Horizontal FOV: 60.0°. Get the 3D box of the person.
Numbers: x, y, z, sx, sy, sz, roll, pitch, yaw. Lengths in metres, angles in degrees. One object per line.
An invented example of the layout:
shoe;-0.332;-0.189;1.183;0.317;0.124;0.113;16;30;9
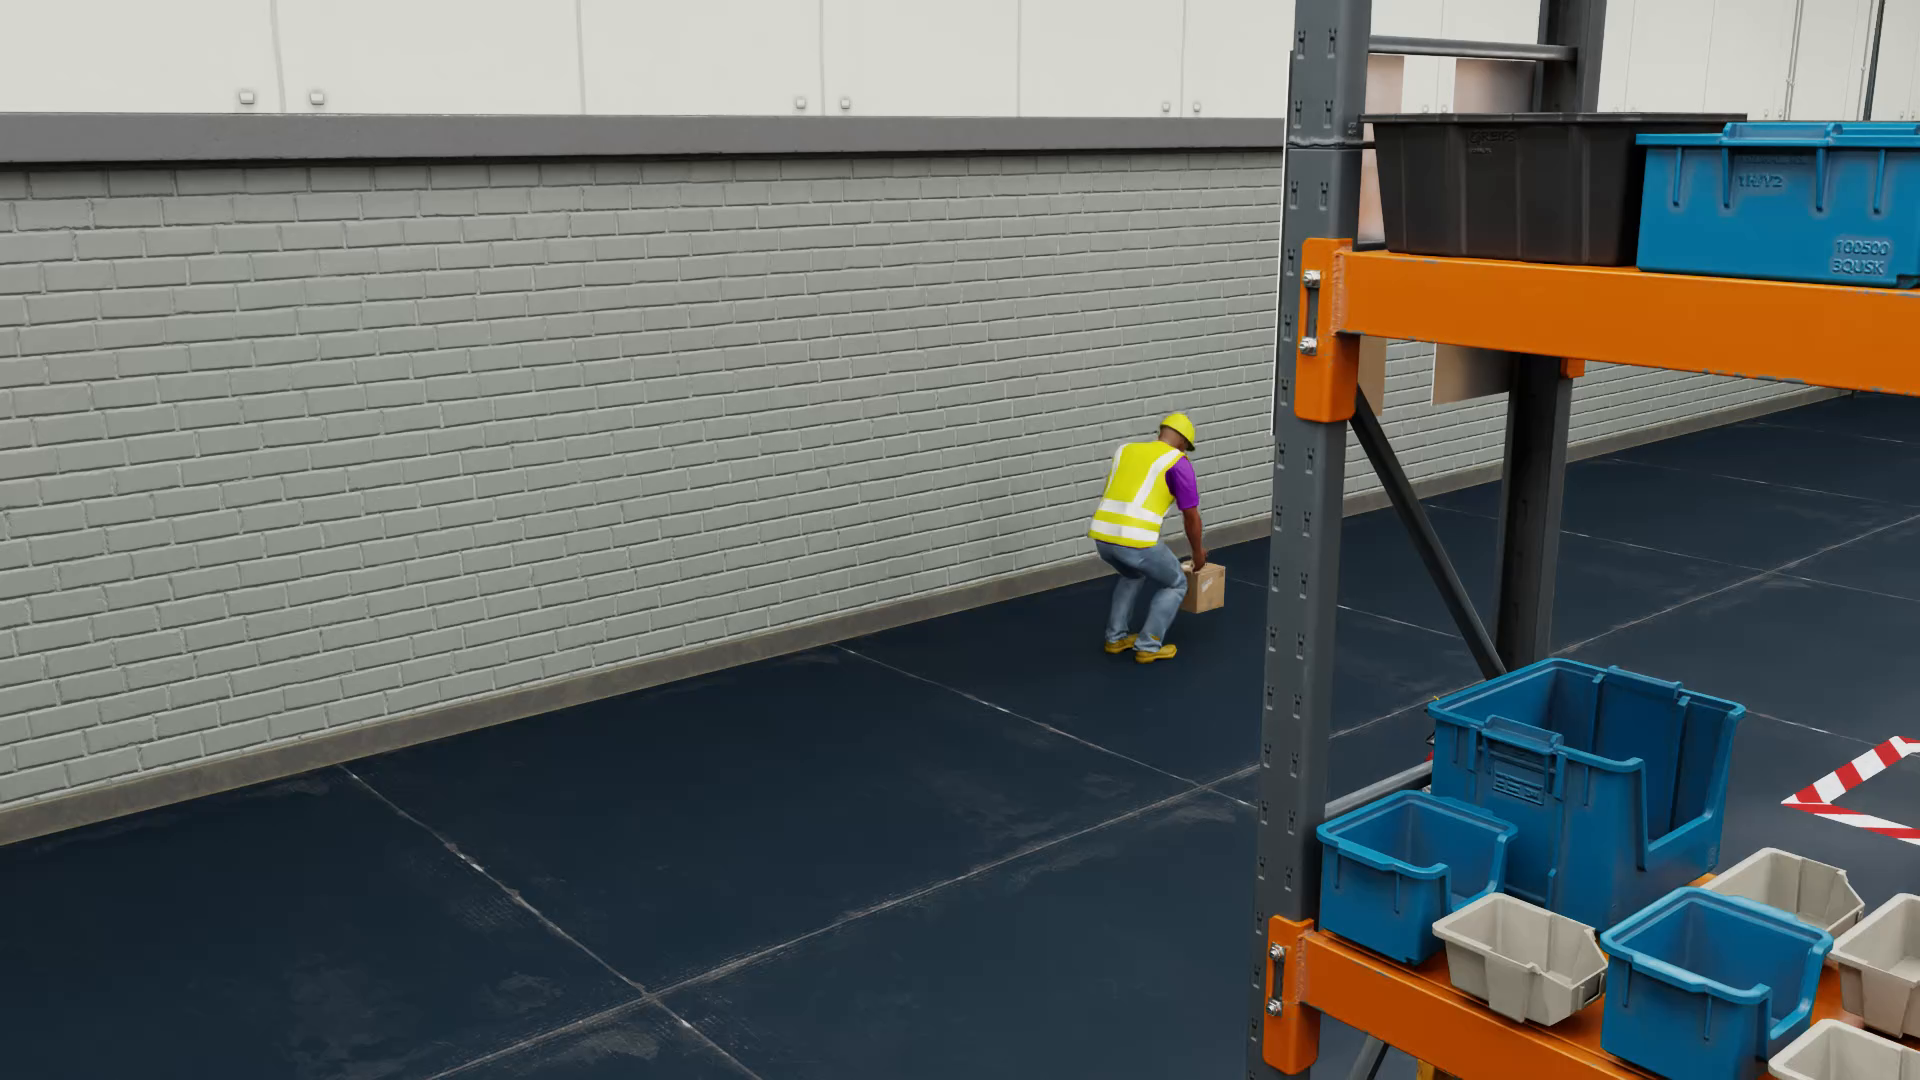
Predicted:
person;1.089;-0.024;9.798;0.762;1.405;0.632;-12;18;-39
